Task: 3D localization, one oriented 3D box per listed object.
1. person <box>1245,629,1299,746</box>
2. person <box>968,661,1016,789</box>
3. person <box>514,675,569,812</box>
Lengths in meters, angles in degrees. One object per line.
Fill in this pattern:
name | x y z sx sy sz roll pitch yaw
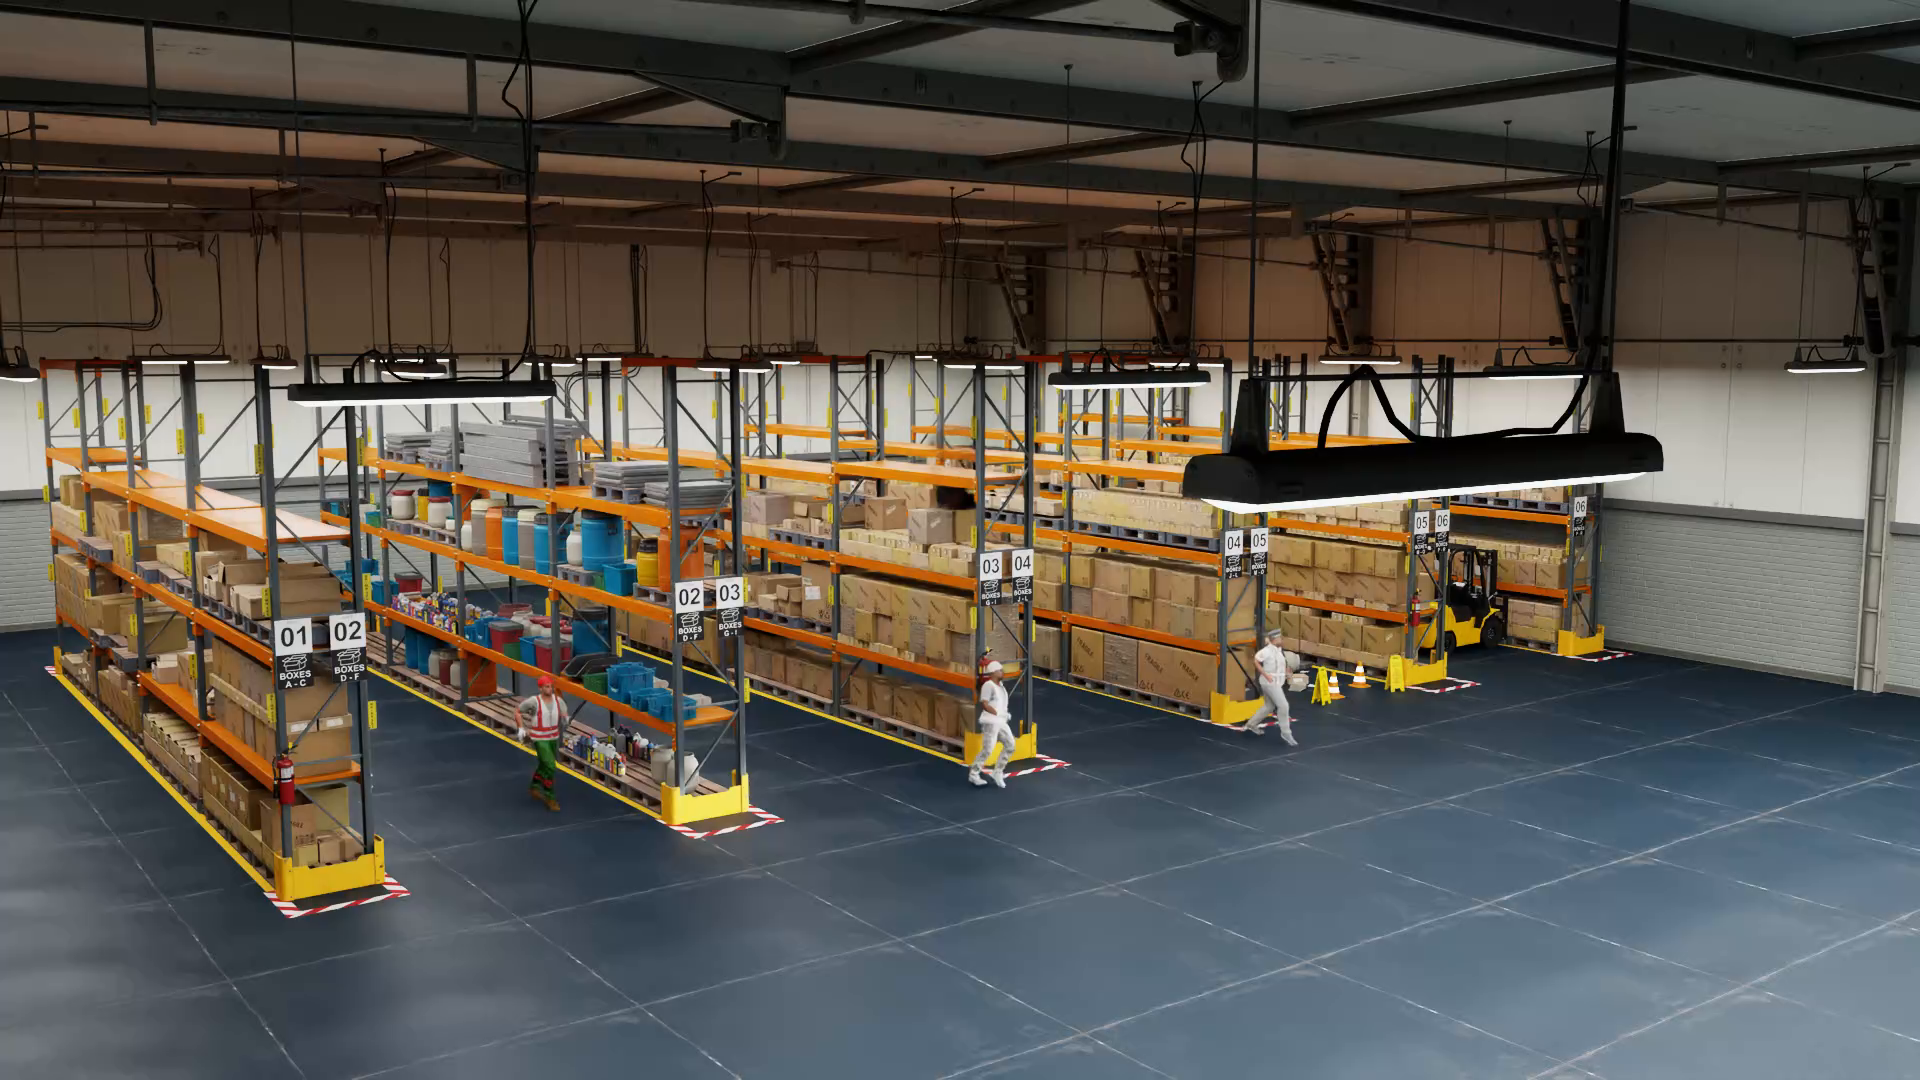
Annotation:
person | 4.997 2.300 26.374 0.895 1.802 0.665 3 7 23
person | 0.500 2.623 23.702 0.630 1.800 0.755 3 8 25
person | -5.620 2.738 22.544 0.859 1.844 0.643 5 9 38
